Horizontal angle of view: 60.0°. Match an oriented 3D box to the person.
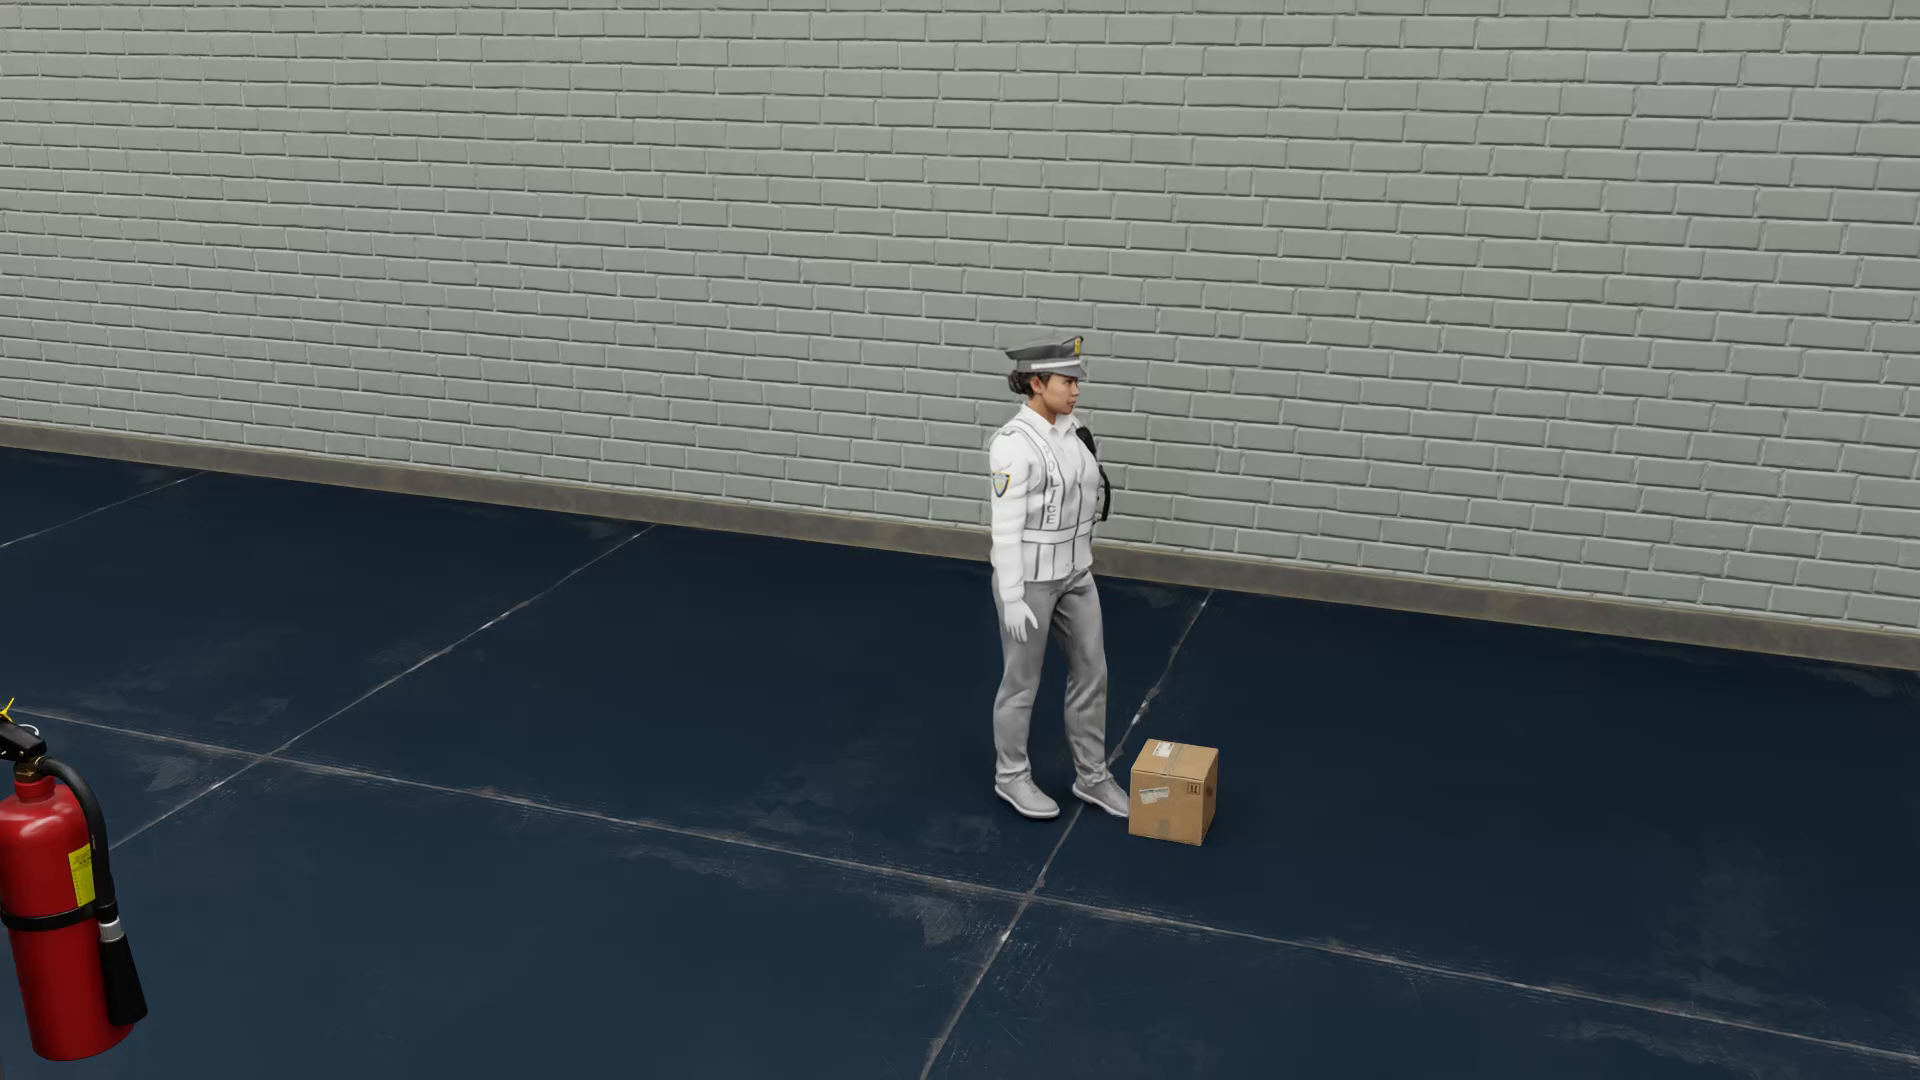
[{"bbox_3d":[0.350,0.167,5.565,0.505,1.709,0.516,15,24,37],"label":"person"}]
